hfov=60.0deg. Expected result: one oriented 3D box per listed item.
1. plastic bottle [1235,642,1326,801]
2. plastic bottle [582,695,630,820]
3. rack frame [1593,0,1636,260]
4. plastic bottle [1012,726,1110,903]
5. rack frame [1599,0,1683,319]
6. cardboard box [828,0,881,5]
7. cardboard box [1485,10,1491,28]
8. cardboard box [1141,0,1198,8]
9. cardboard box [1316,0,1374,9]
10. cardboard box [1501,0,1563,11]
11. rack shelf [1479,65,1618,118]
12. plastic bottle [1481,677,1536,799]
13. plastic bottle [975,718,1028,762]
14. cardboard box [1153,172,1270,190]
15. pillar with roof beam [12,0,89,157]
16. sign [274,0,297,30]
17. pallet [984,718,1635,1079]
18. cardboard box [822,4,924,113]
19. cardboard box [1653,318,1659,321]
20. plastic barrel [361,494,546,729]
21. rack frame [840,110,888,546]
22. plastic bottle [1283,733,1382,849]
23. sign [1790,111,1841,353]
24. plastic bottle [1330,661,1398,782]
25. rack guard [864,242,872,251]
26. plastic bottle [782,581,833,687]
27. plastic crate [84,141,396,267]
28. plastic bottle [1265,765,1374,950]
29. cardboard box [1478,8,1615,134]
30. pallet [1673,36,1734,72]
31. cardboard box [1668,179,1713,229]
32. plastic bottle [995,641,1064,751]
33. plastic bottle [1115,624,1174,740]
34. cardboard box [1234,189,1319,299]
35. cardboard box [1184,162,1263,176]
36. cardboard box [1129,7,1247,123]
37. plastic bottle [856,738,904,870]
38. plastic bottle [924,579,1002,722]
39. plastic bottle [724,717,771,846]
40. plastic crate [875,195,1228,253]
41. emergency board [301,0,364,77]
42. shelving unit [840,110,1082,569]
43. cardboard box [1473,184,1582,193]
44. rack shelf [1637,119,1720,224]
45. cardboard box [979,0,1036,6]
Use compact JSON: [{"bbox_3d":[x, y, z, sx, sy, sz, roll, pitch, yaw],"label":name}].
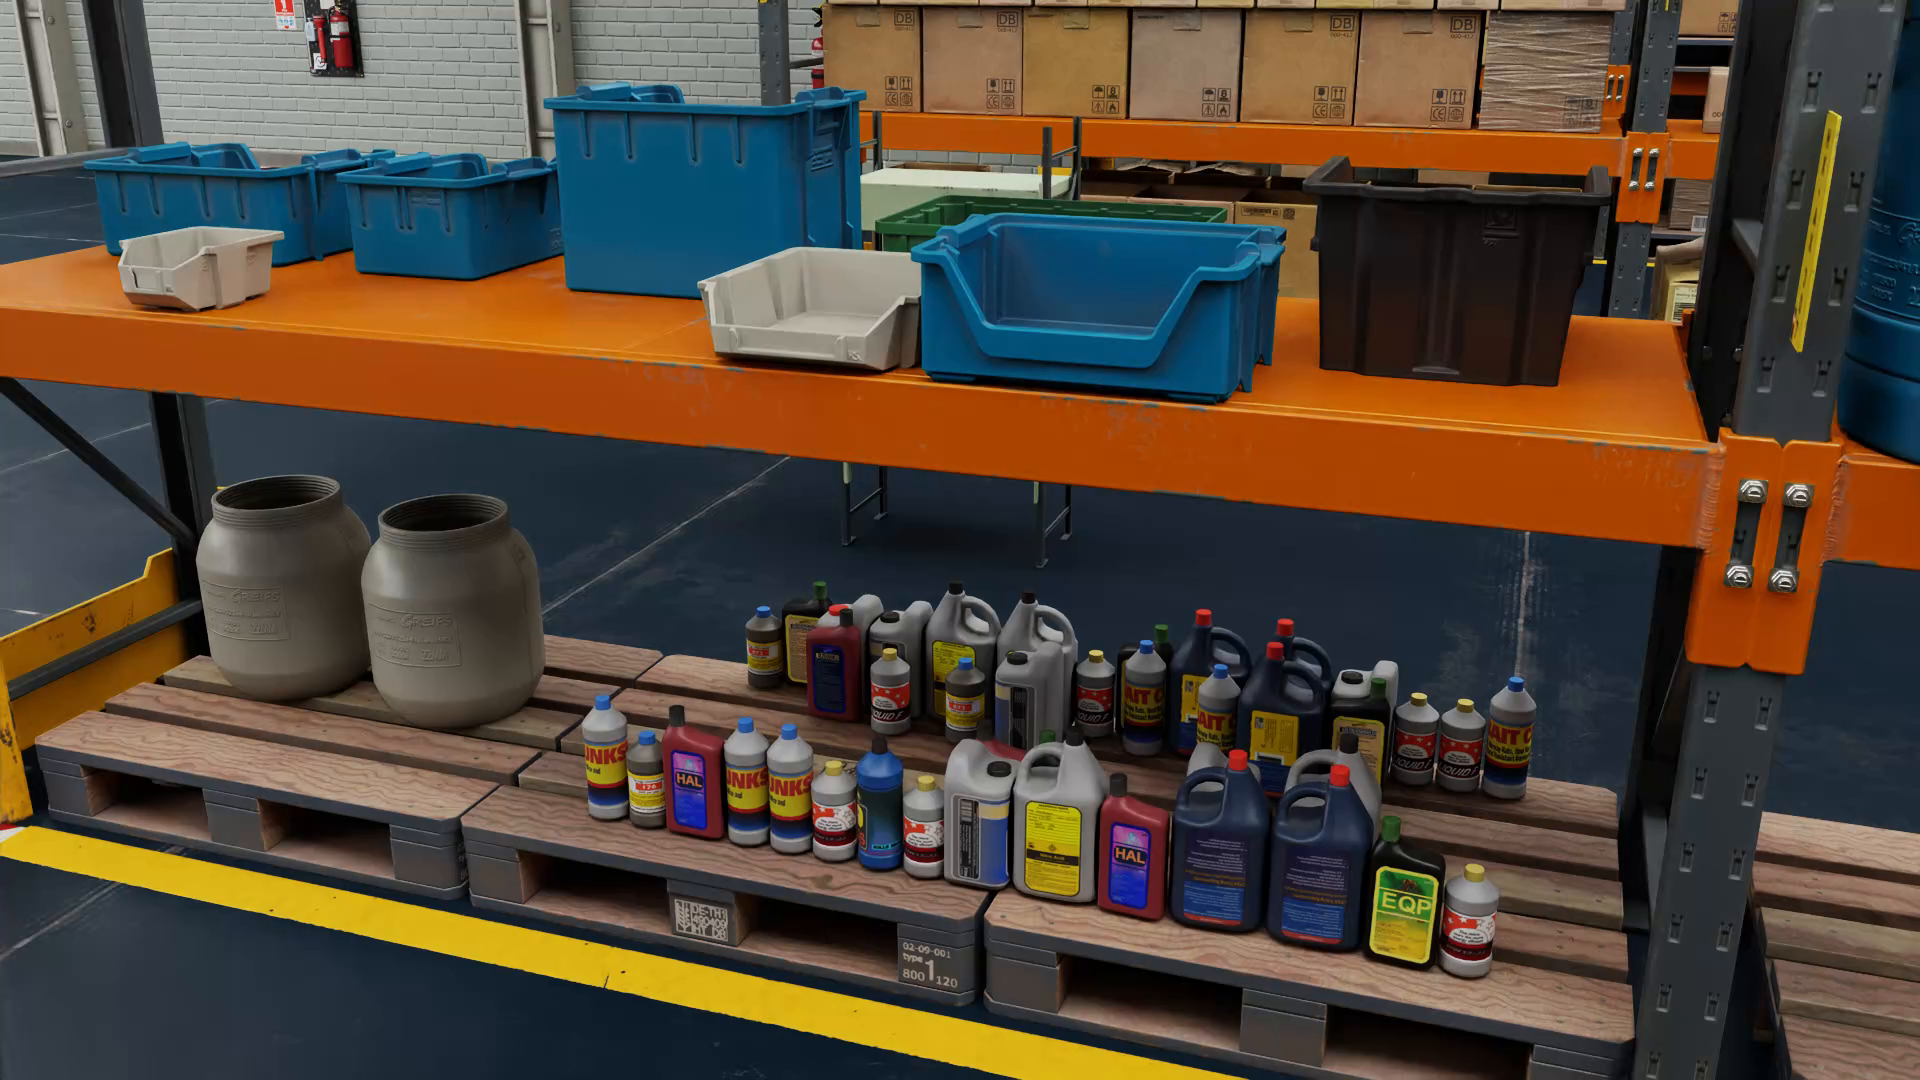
[{"bbox_3d":[0.720,0.400,3.727,0.185,0.351,0.144,7,20,18],"label":"plastic bottle"},{"bbox_3d":[-0.775,0.470,3.648,0.097,0.271,0.097,0,19,0],"label":"plastic bottle"},{"bbox_3d":[4.644,-3.552,11.709,0.127,3.000,1.000,7,20,18],"label":"rack frame"},{"bbox_3d":[0.204,0.536,3.338,0.185,0.351,0.144,6,20,18],"label":"plastic bottle"},{"bbox_3d":[3.022,-2.011,7.289,0.127,3.000,1.000,7,20,18],"label":"rack frame"},{"bbox_3d":[-0.456,-2.688,8.092,0.250,0.149,0.380,6,20,18],"label":"cardboard box"},{"bbox_3d":[3.623,-3.852,11.627,0.500,0.500,0.500,6,20,18],"label":"cardboard box"},{"bbox_3d":[0.996,-2.521,7.615,0.250,0.149,0.380,7,20,19],"label":"cardboard box"},{"bbox_3d":[1.735,-2.438,7.376,0.250,0.149,0.380,6,20,18],"label":"cardboard box"},{"bbox_3d":[2.462,-2.355,7.137,0.250,0.149,0.380,6,20,17],"label":"cardboard box"},{"bbox_3d":[2.755,-3.428,12.447,4.000,0.370,1.077,7,20,18],"label":"rack shelf"},{"bbox_3d":[1.236,0.438,3.738,0.097,0.271,0.097,0,19,0],"label":"plastic bottle"},{"bbox_3d":[0.086,0.516,3.498,0.133,0.283,0.061,7,20,18],"label":"plastic bottle"},{"bbox_3d":[1.269,-1.574,8.435,0.500,0.500,0.500,7,20,18],"label":"cardboard box"},{"bbox_3d":[-10.937,-6.968,12.394,0.400,9.000,9.100,7,20,18],"label":"pillar with roof beam"},{"bbox_3d":[-6.667,-5.213,16.420,0.234,0.329,0.001,7,20,18],"label":"sign"},{"bbox_3d":[0.773,0.760,3.576,1.213,0.211,1.003,7,20,18],"label":"pallet"},{"bbox_3d":[-0.319,-2.436,8.356,0.500,0.500,0.700,7,20,18],"label":"cardboard box"},{"bbox_3d":[3.322,-0.791,7.327,0.500,0.250,0.500,6,20,17],"label":"cardboard box"},{"bbox_3d":[-1.265,0.174,4.161,0.421,0.512,0.421,0,19,0],"label":"plastic barrel"},{"bbox_3d":[-0.352,-0.748,5.945,0.023,1.500,0.400,7,20,18],"label":"rack frame"},{"bbox_3d":[0.738,0.547,3.307,0.185,0.351,0.144,7,20,18],"label":"plastic bottle"},{"bbox_3d":[1.202,-0.432,2.339,0.005,0.325,0.100,7,20,18],"label":"sign"},{"bbox_3d":[0.922,0.410,3.813,0.135,0.276,0.152,7,21,20],"label":"plastic bottle"},{"bbox_3d":[-0.779,-1.266,8.947,0.348,0.500,1.175,7,20,18],"label":"rack guard"},{"bbox_3d":[-0.390,0.240,4.288,0.133,0.283,0.061,7,20,19],"label":"plastic bottle"},{"bbox_3d":[-1.814,-0.872,4.248,0.616,0.251,0.499,7,20,18],"label":"plastic crate"},{"bbox_3d":[0.690,0.592,3.178,0.185,0.351,0.144,6,20,17],"label":"plastic bottle"},{"bbox_3d":[2.601,-2.104,7.405,0.500,0.500,0.700,6,20,17],"label":"cardboard box"},{"bbox_3d":[5.319,-3.334,11.374,1.213,0.211,1.003,7,20,18],"label":"pallet"},{"bbox_3d":[5.345,-2.505,11.835,0.500,0.500,0.700,7,20,20],"label":"cardboard box"},{"bbox_3d":[0.162,0.373,3.918,0.135,0.276,0.152,7,20,18],"label":"plastic bottle"},{"bbox_3d":[0.446,0.336,4.014,0.133,0.283,0.061,7,21,20],"label":"plastic bottle"},{"bbox_3d":[1.570,-1.358,7.815,0.500,0.500,0.500,7,20,18],"label":"cardboard box"},{"bbox_3d":[2.029,-2.758,12.847,0.500,0.311,0.500,8,21,23],"label":"cardboard box"},{"bbox_3d":[1.144,-2.270,7.879,0.500,0.500,0.700,7,20,20],"label":"cardboard box"},{"bbox_3d":[-0.165,0.539,3.448,0.097,0.271,0.097,0,19,0],"label":"plastic bottle"},{"bbox_3d":[0.011,0.269,4.104,0.185,0.351,0.144,7,21,20],"label":"plastic bottle"},{"bbox_3d":[-0.451,0.507,3.542,0.097,0.271,0.097,0,19,0],"label":"plastic bottle"},{"bbox_3d":[0.204,-0.606,3.579,0.662,0.188,0.450,7,20,18],"label":"plastic crate"},{"bbox_3d":[-6.179,-5.104,16.162,0.643,1.169,0.194,7,20,18],"label":"emergency board"},{"bbox_3d":[-0.006,-0.709,5.831,0.755,1.500,0.431,7,20,18],"label":"shelving unit"},{"bbox_3d":[2.687,-1.413,7.972,0.500,0.500,0.500,7,20,18],"label":"cardboard box"},{"bbox_3d":[4.912,-1.456,6.788,4.000,0.370,1.077,7,20,18],"label":"rack shelf"},{"bbox_3d":[0.267,-2.605,7.854,0.250,0.149,0.380,6,20,17],"label":"cardboard box"}]
